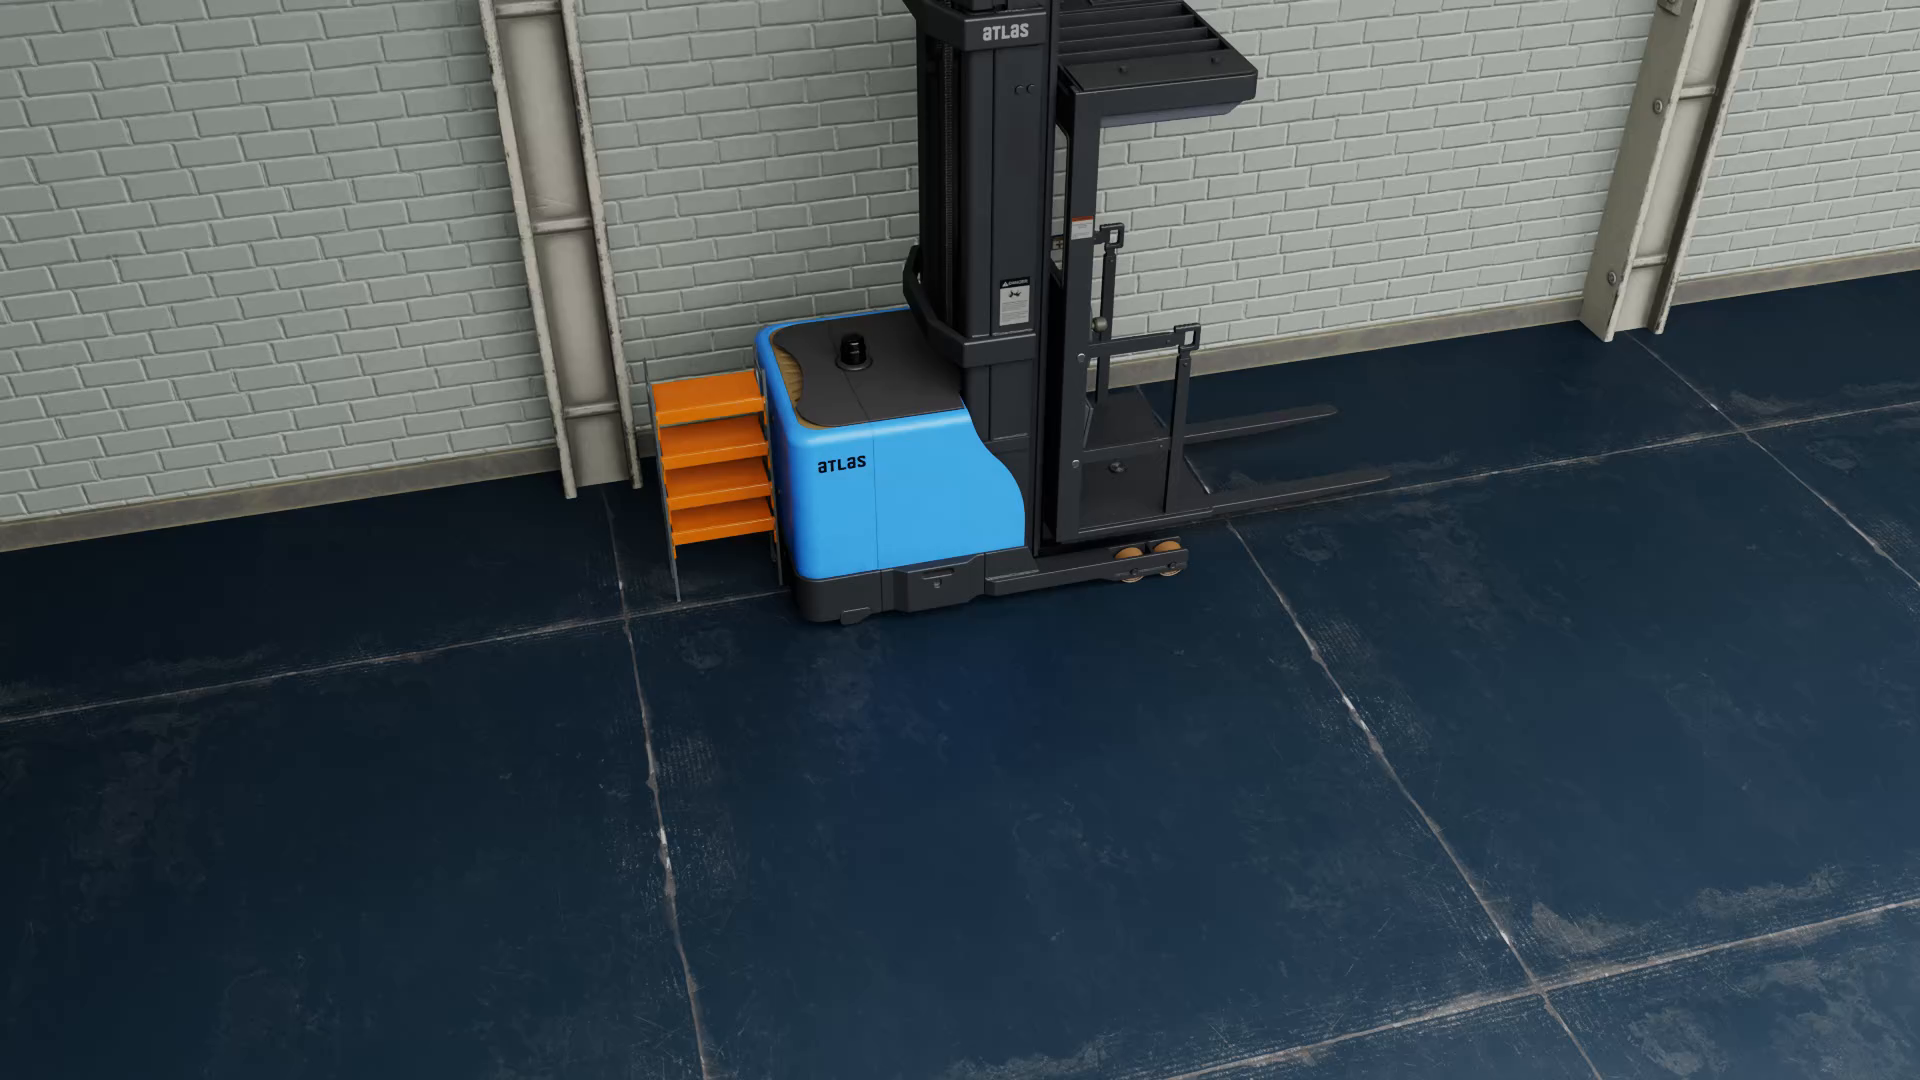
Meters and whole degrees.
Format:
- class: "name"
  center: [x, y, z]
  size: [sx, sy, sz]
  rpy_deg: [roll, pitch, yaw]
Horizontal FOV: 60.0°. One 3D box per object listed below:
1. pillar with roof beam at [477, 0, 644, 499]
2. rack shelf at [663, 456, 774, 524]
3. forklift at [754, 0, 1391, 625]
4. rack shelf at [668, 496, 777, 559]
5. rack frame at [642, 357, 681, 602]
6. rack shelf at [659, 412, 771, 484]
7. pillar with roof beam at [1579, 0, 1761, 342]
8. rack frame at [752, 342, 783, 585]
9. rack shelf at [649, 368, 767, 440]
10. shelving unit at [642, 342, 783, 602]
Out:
- class: "pillar with roof beam"
  center: [-0.743, -1.381, 2.629]
  size: [0.400, 9.000, 9.100]
  rpy_deg: [-9, 38, -12]
- class: "rack shelf"
  center: [-1.121, -0.240, 7.666]
  size: [0.480, 0.148, 0.258]
  rpy_deg: [-9, 38, -12]
- class: "forklift"
  center: [0.601, -1.262, 7.467]
  size: [3.031, 2.935, 1.130]
  rpy_deg: [-9, 38, -12]
- class: "rack shelf"
  center: [-1.121, -0.082, 7.786]
  size: [0.480, 0.148, 0.258]
  rpy_deg: [-9, 38, -12]
- class: "rack frame"
  center: [-1.357, -0.254, 7.574]
  size: [0.015, 1.200, 0.240]
  rpy_deg: [-9, 38, -12]
- class: "rack shelf"
  center: [-1.121, -0.417, 7.530]
  size: [0.480, 0.148, 0.258]
  rpy_deg: [-9, 38, -12]
- class: "pillar with roof beam"
  center: [5.050, -2.332, 3.871]
  size: [0.400, 9.000, 9.100]
  rpy_deg: [-9, 38, -12]
- class: "rack frame"
  center: [-0.886, -0.332, 7.676]
  size: [0.015, 1.200, 0.240]
  rpy_deg: [-9, 38, -12]
- class: "rack shelf"
  center: [-1.121, -0.605, 7.386]
  size: [0.480, 0.148, 0.258]
  rpy_deg: [-9, 38, -12]
- class: "shelving unit"
  center: [-1.121, -0.293, 7.625]
  size: [0.503, 1.200, 0.258]
  rpy_deg: [-9, 38, -12]
